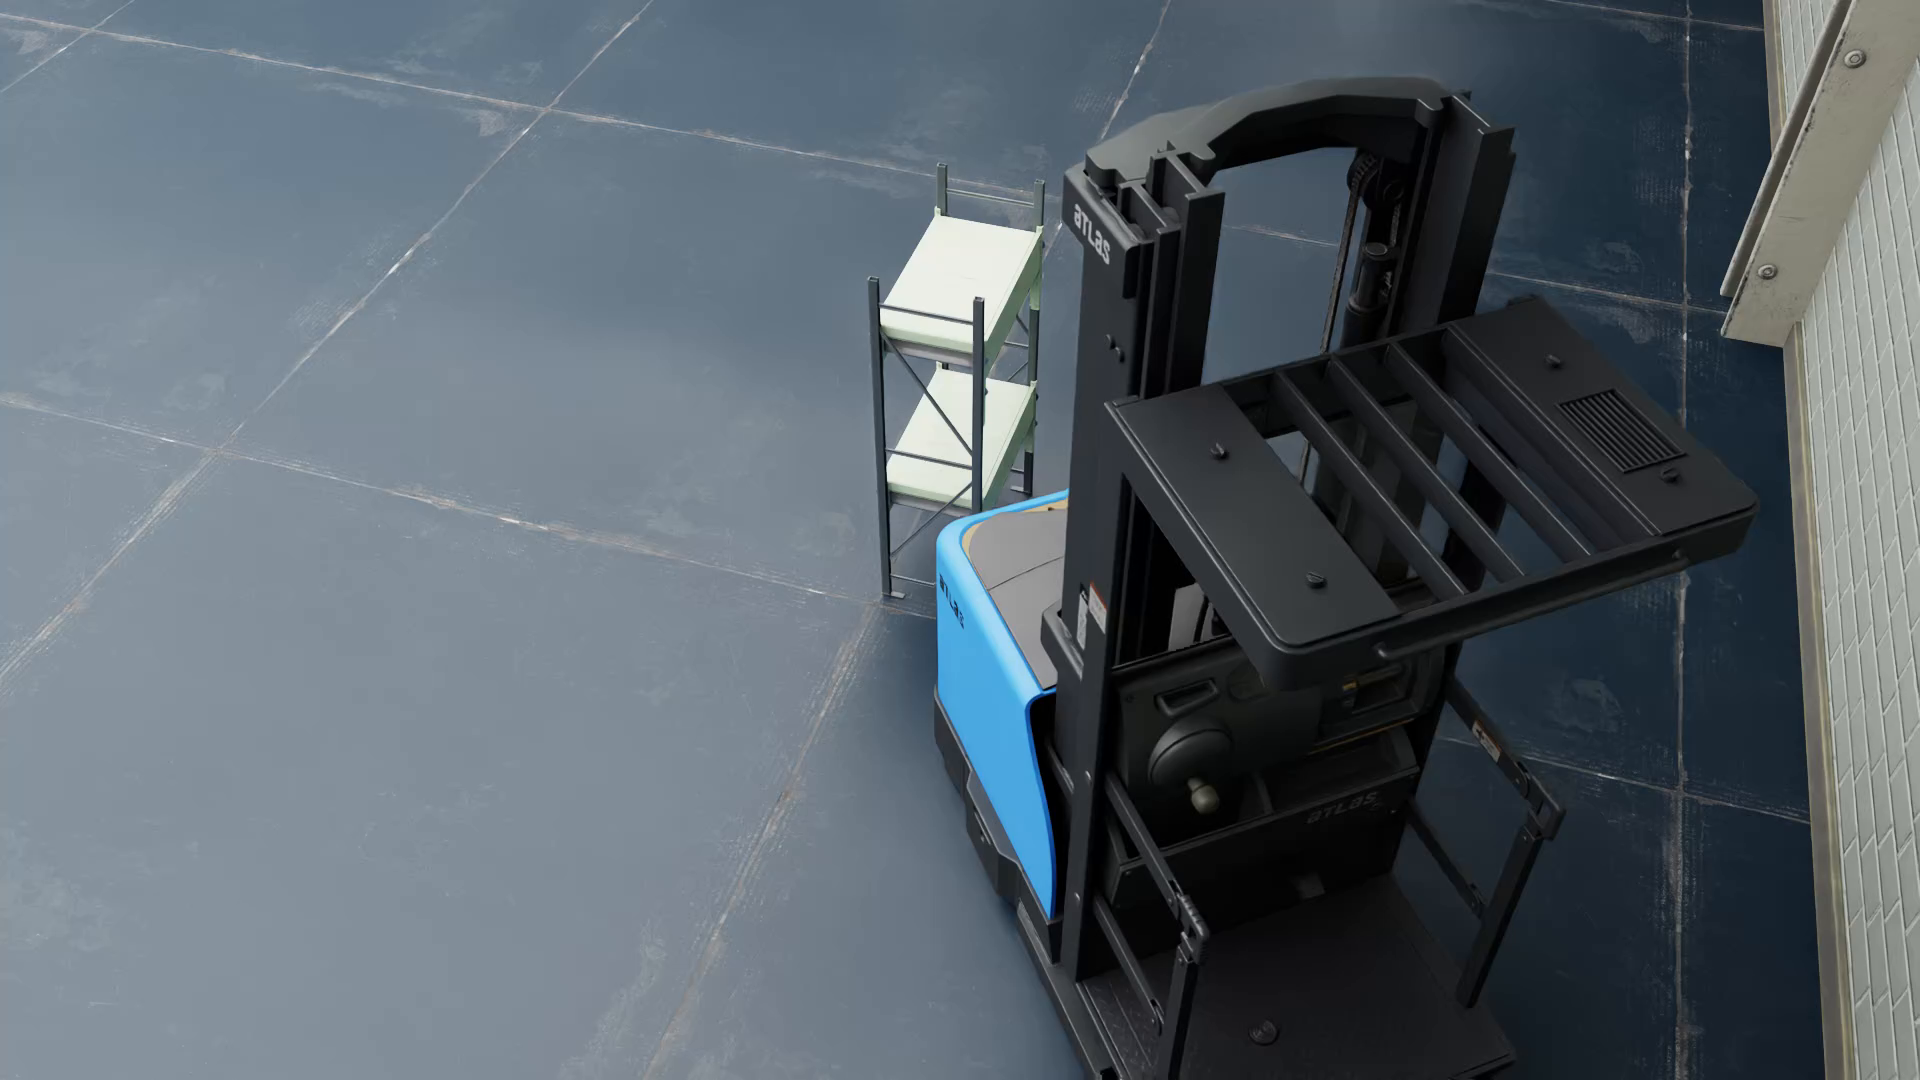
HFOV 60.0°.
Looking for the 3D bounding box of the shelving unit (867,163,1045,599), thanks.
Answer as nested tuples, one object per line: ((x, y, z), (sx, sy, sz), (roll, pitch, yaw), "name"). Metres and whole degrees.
((-0.002, -0.532, 6.221), (0.431, 1.500, 0.755), (13, 46, 12), "shelving unit")

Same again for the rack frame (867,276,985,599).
((-0.113, -0.288, 5.972), (0.400, 1.500, 0.023), (13, 46, 12), "rack frame")

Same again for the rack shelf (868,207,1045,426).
((-0.002, -0.811, 5.948), (0.431, 0.370, 0.720), (13, 46, 12), "rack shelf")

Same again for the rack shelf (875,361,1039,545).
((-0.002, -0.299, 6.449), (0.431, 0.370, 0.720), (13, 46, 12), "rack shelf")

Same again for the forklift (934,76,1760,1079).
((0.916, 0.508, 4.135), (1.130, 2.935, 3.031), (-15, 46, -15), "forklift")

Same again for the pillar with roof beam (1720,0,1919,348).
((-0.365, -5.172, 5.601), (9.100, 9.000, 0.400), (13, 46, 13), "pillar with roof beam")

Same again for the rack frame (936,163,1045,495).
((0.109, -0.776, 6.470), (0.400, 1.500, 0.023), (13, 46, 12), "rack frame")
